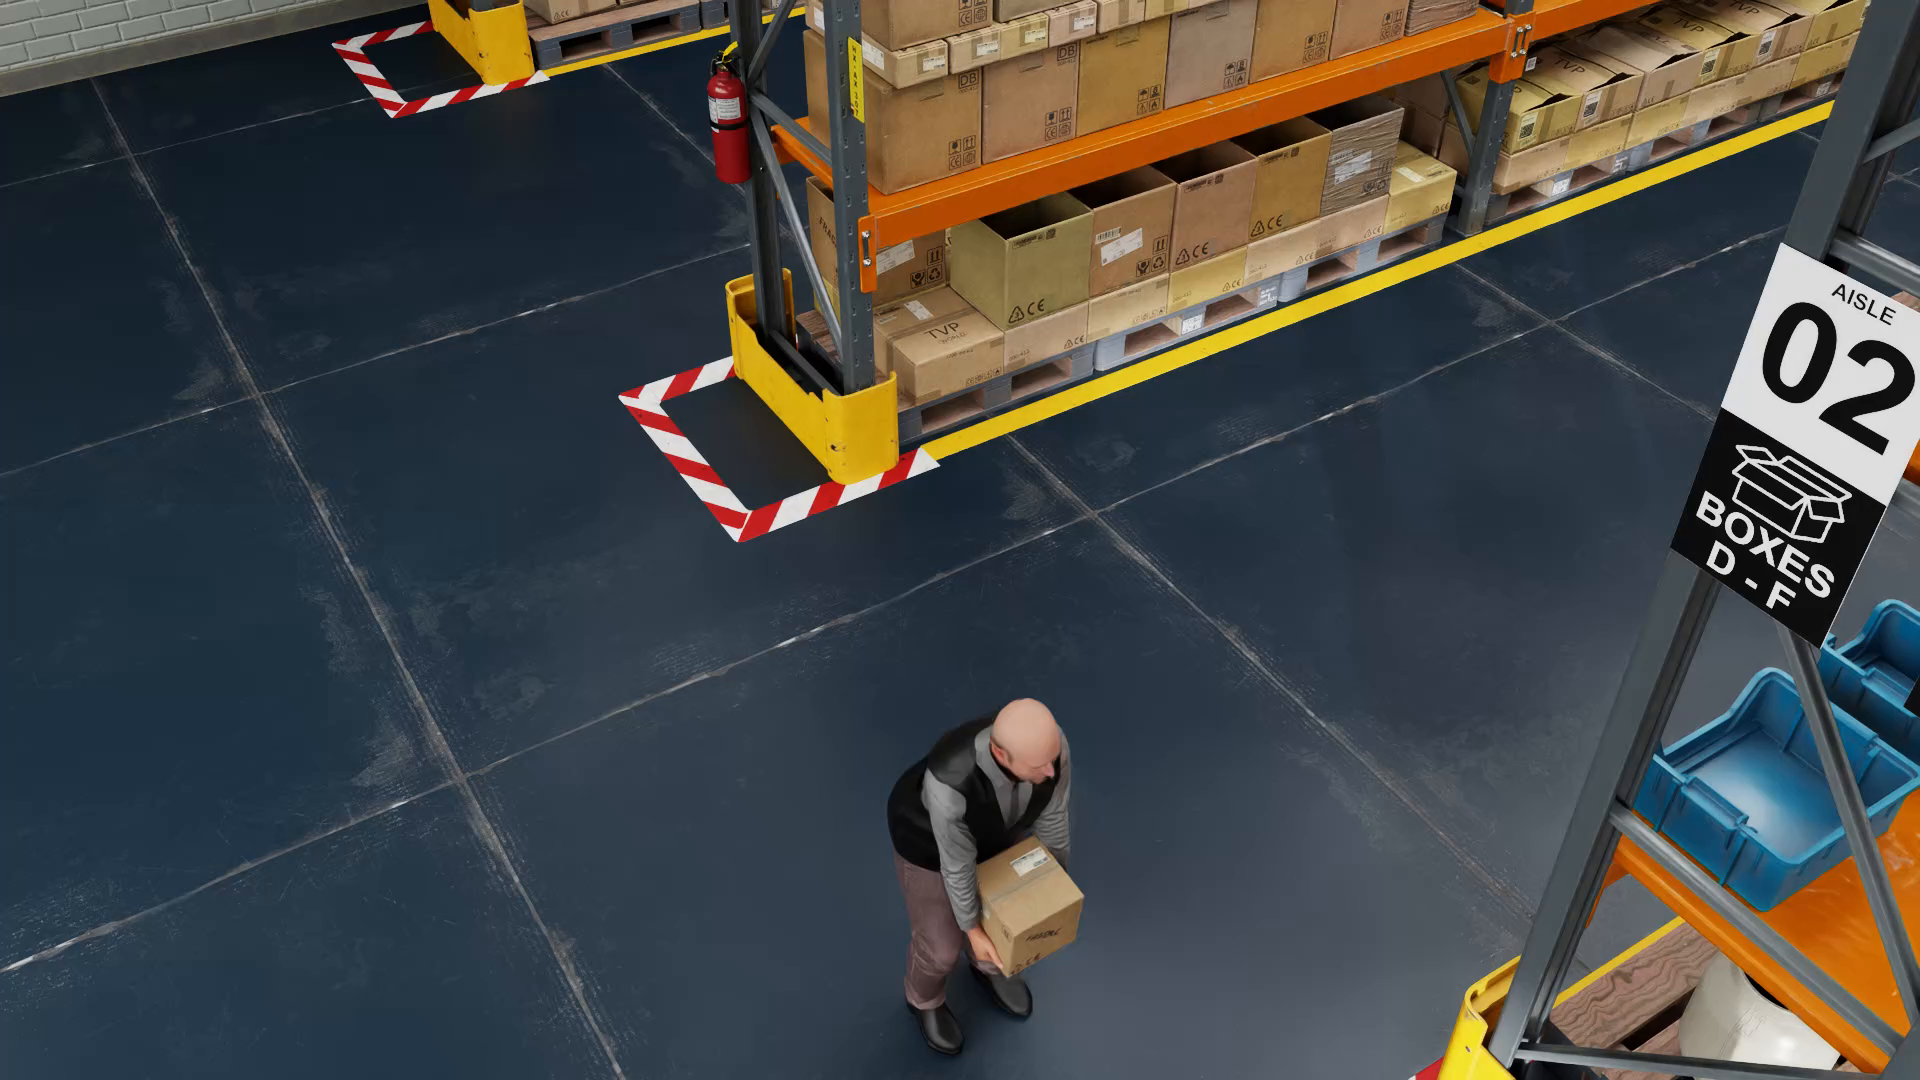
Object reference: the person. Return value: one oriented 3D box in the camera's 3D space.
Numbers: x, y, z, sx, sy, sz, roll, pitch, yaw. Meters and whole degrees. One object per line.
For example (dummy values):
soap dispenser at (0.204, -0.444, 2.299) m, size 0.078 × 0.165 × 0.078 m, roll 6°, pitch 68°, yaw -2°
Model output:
person at (0.077, 1.027, 5.122) m, size 0.477 × 1.535 × 0.614 m, roll -23°, pitch 46°, yaw -25°
